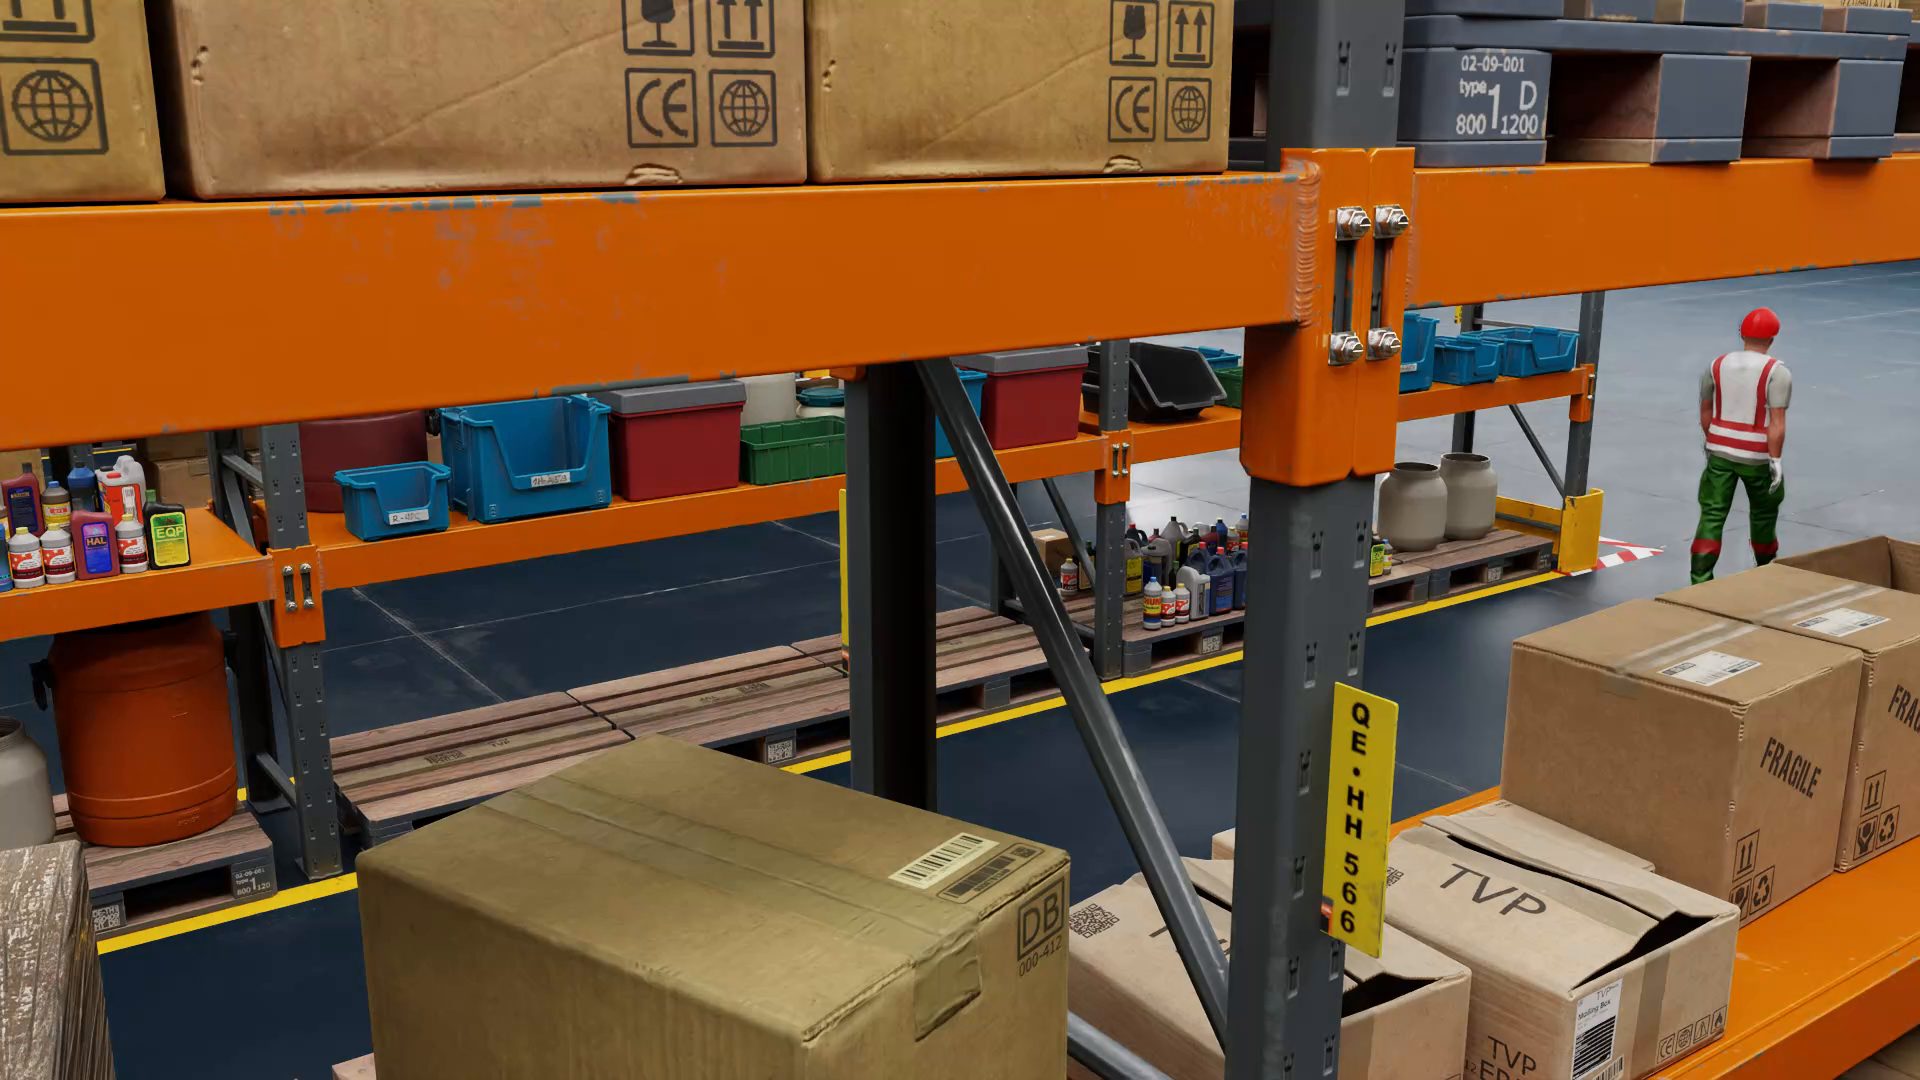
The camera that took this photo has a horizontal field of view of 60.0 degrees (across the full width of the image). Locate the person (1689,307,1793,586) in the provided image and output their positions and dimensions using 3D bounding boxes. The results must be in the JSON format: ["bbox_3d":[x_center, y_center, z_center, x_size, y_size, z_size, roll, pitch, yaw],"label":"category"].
[{"bbox_3d":[4.745,-0.544,10.006,0.577,1.737,0.995,13,20,42],"label":"person"}]
